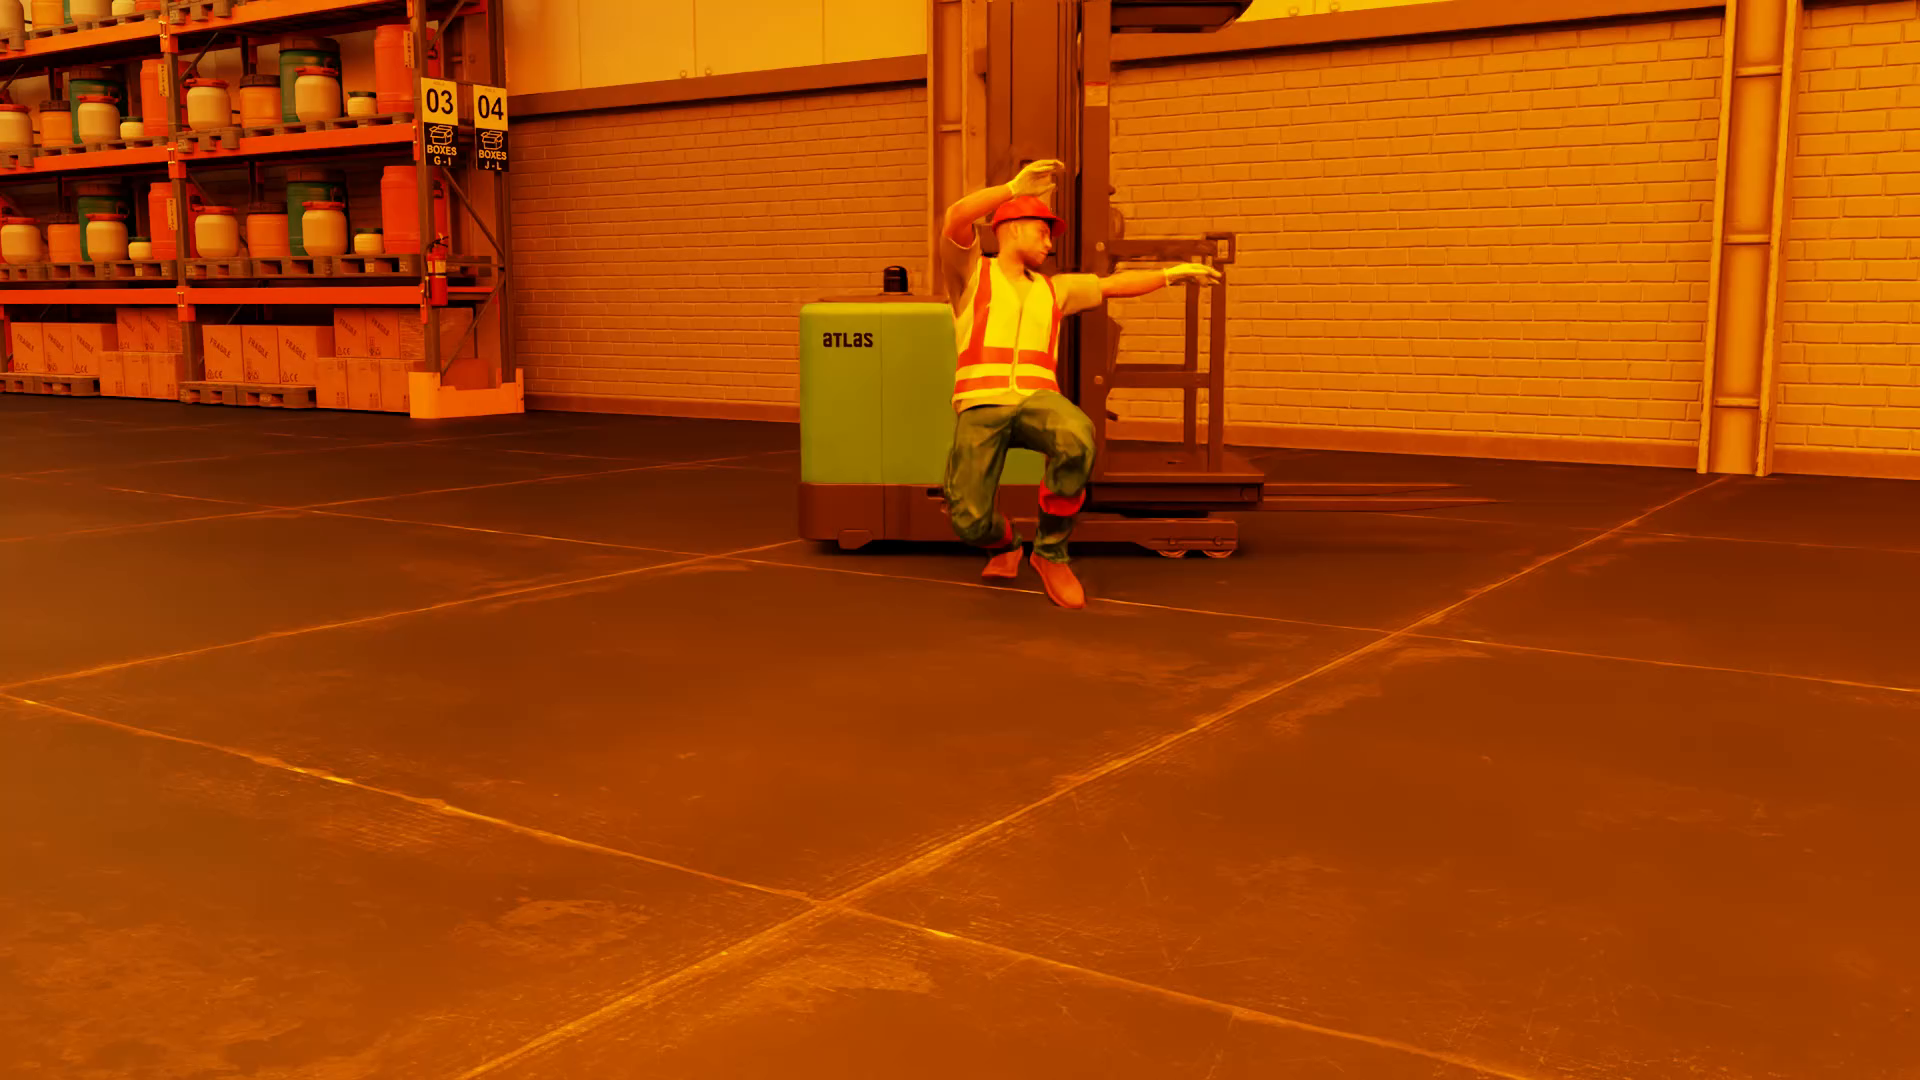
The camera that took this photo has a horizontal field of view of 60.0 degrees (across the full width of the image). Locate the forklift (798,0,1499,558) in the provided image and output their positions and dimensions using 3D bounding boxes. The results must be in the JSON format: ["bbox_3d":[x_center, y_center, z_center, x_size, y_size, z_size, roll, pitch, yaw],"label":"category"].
[{"bbox_3d":[0.828,-1.449,7.384,3.031,2.935,1.130,0,8,2],"label":"forklift"}]

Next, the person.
[{"bbox_3d":[0.488,-0.572,6.082,1.112,1.595,0.863,-1,8,-6],"label":"person"}]
